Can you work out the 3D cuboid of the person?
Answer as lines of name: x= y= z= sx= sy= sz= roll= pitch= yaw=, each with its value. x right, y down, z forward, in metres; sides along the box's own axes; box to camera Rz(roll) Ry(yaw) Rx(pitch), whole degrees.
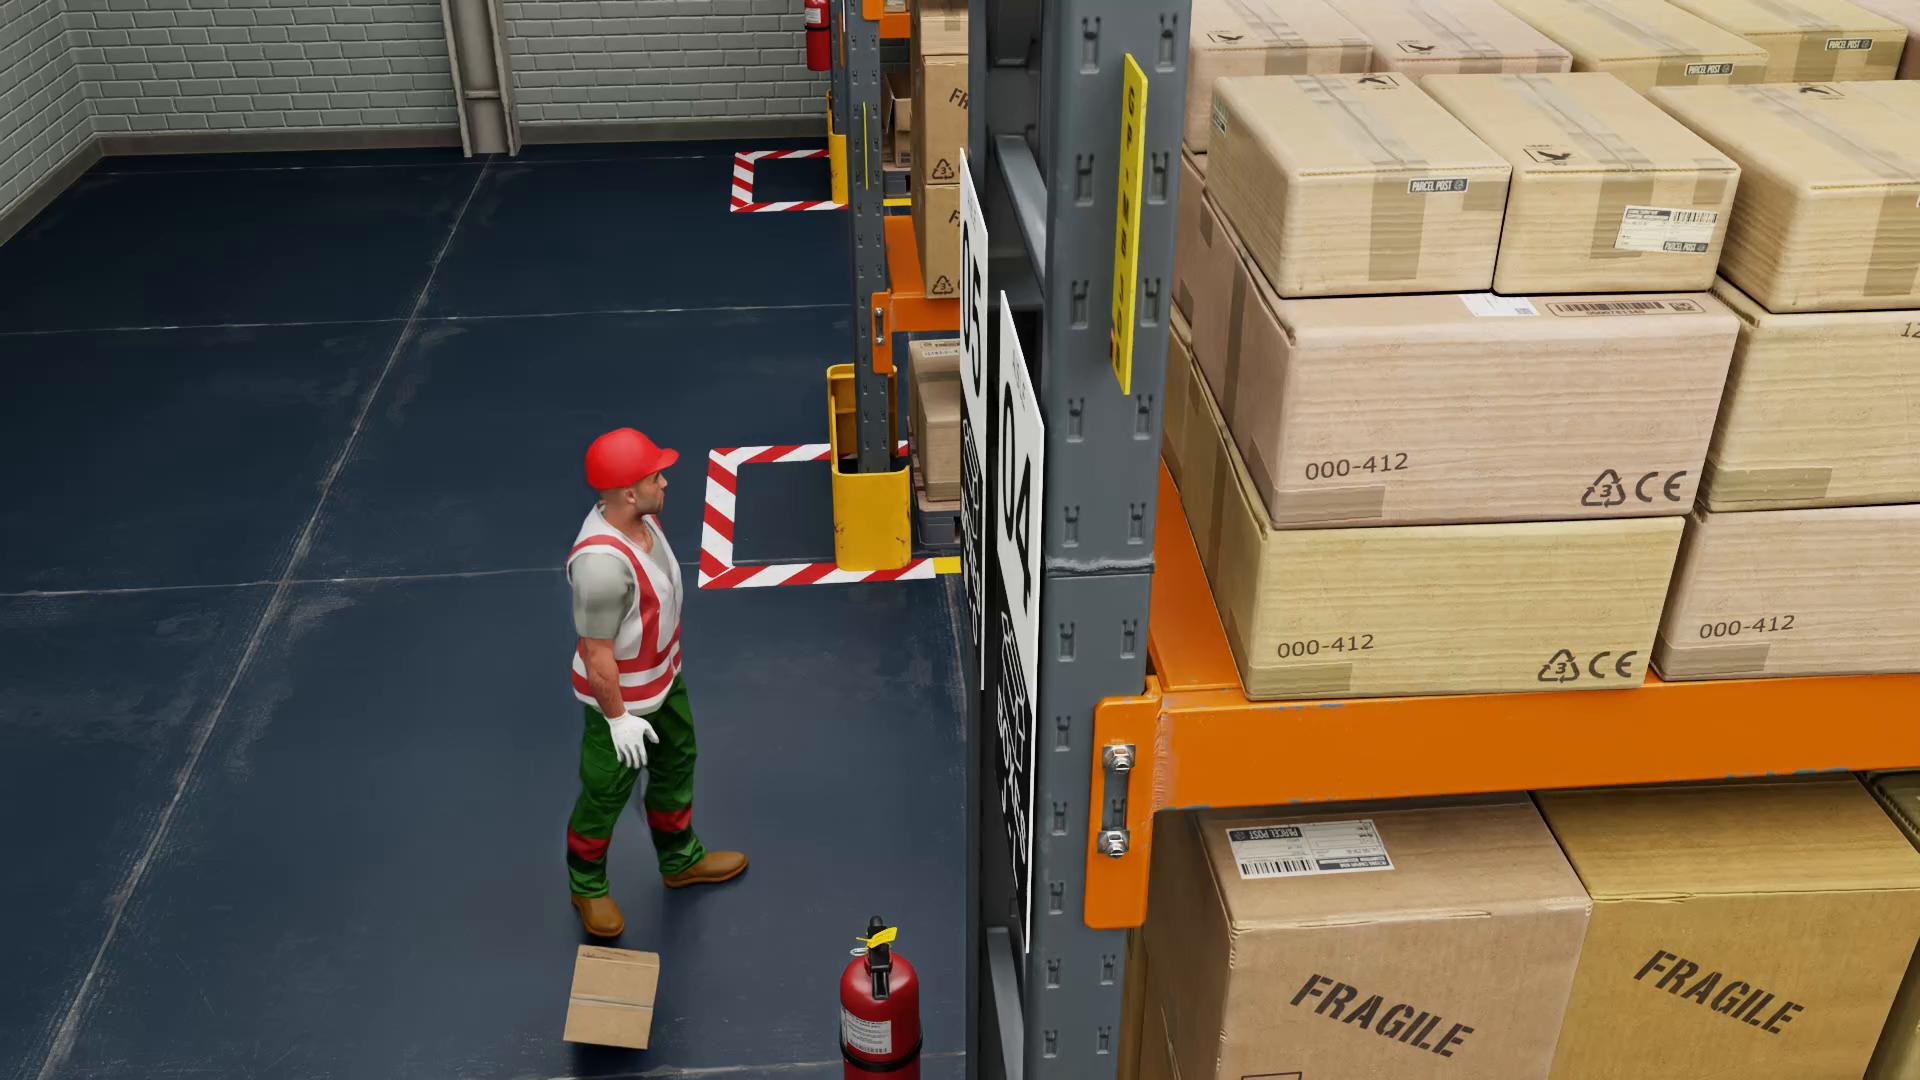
person: x=-1.050 y=0.462 z=5.333 sx=0.558 sy=1.791 sz=0.573 roll=4 pitch=31 yaw=7
